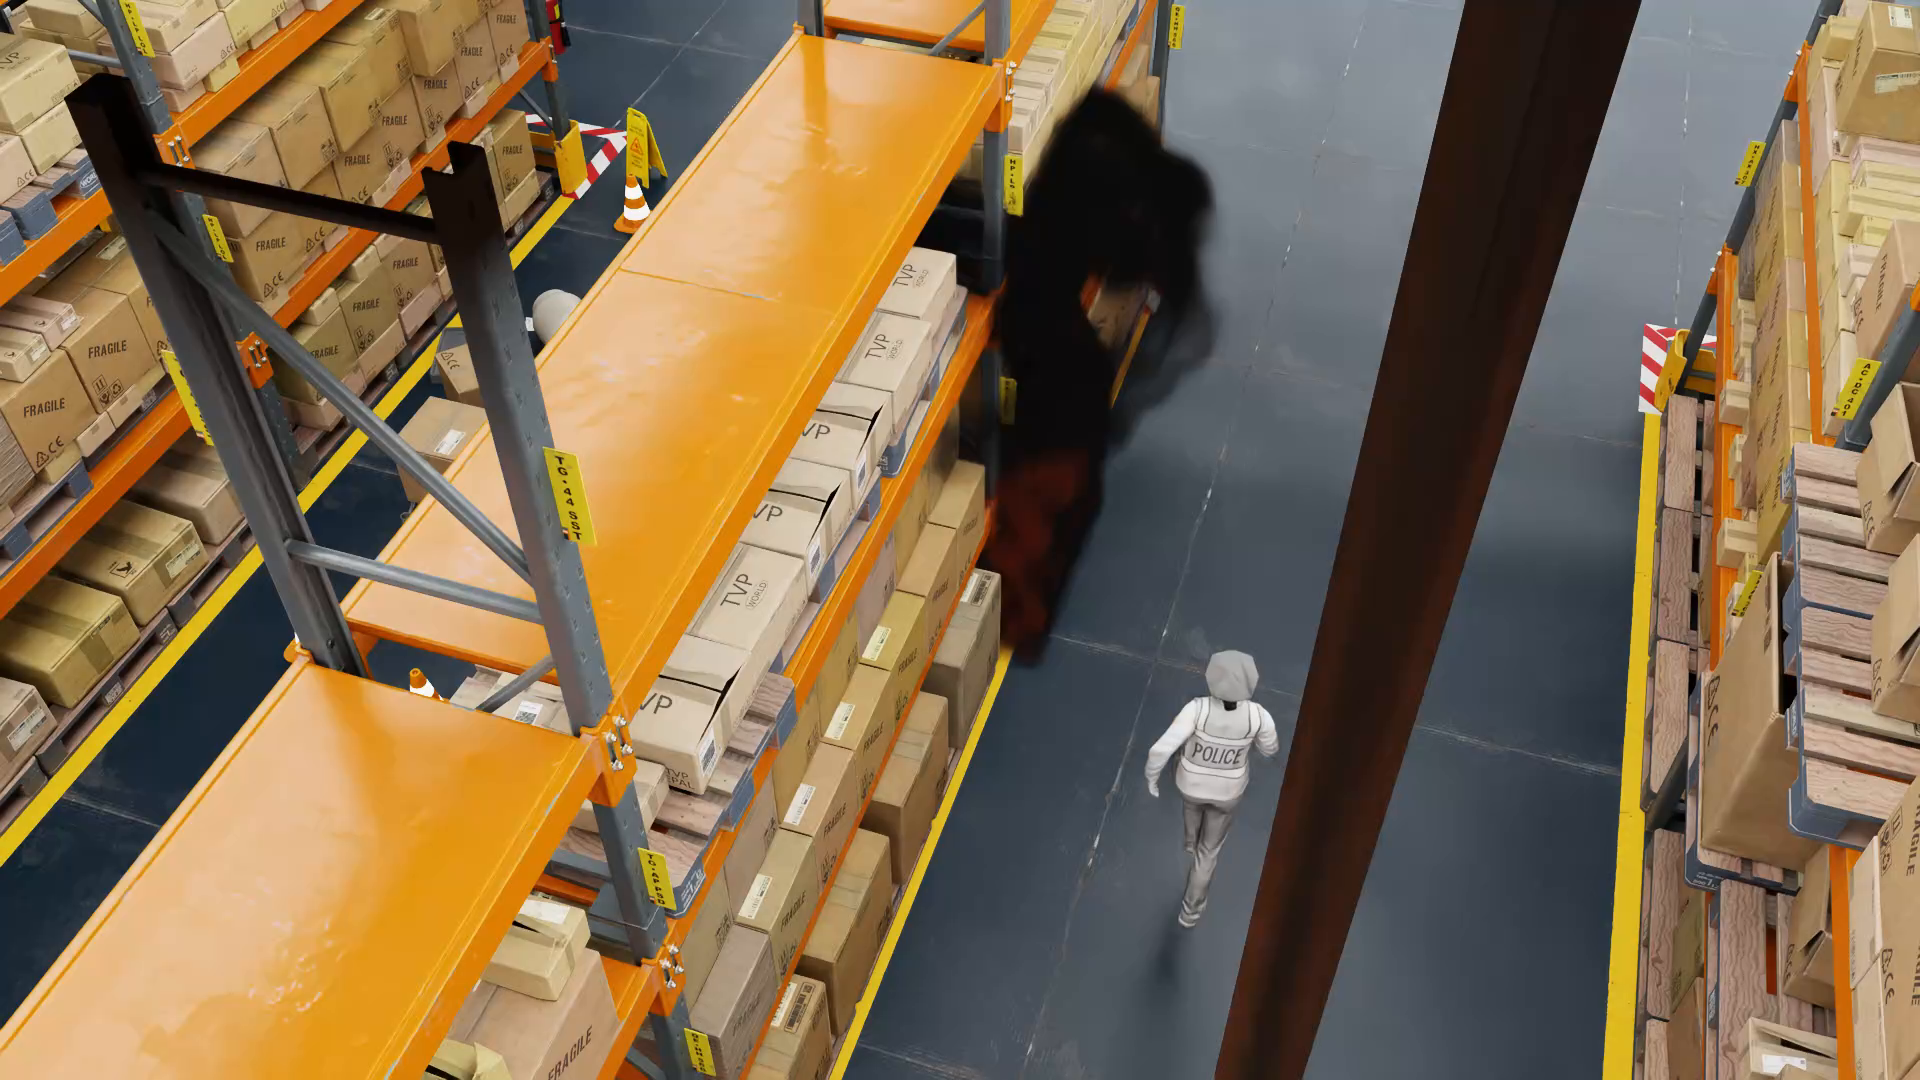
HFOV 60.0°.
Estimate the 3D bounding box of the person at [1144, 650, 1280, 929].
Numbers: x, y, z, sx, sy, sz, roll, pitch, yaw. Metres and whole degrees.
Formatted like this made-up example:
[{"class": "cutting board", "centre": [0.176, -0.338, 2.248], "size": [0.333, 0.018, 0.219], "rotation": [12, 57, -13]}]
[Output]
[{"class": "person", "centre": [1.243, 1.246, 8.374], "size": [0.638, 1.772, 0.779], "rotation": [8, 46, 7]}]
